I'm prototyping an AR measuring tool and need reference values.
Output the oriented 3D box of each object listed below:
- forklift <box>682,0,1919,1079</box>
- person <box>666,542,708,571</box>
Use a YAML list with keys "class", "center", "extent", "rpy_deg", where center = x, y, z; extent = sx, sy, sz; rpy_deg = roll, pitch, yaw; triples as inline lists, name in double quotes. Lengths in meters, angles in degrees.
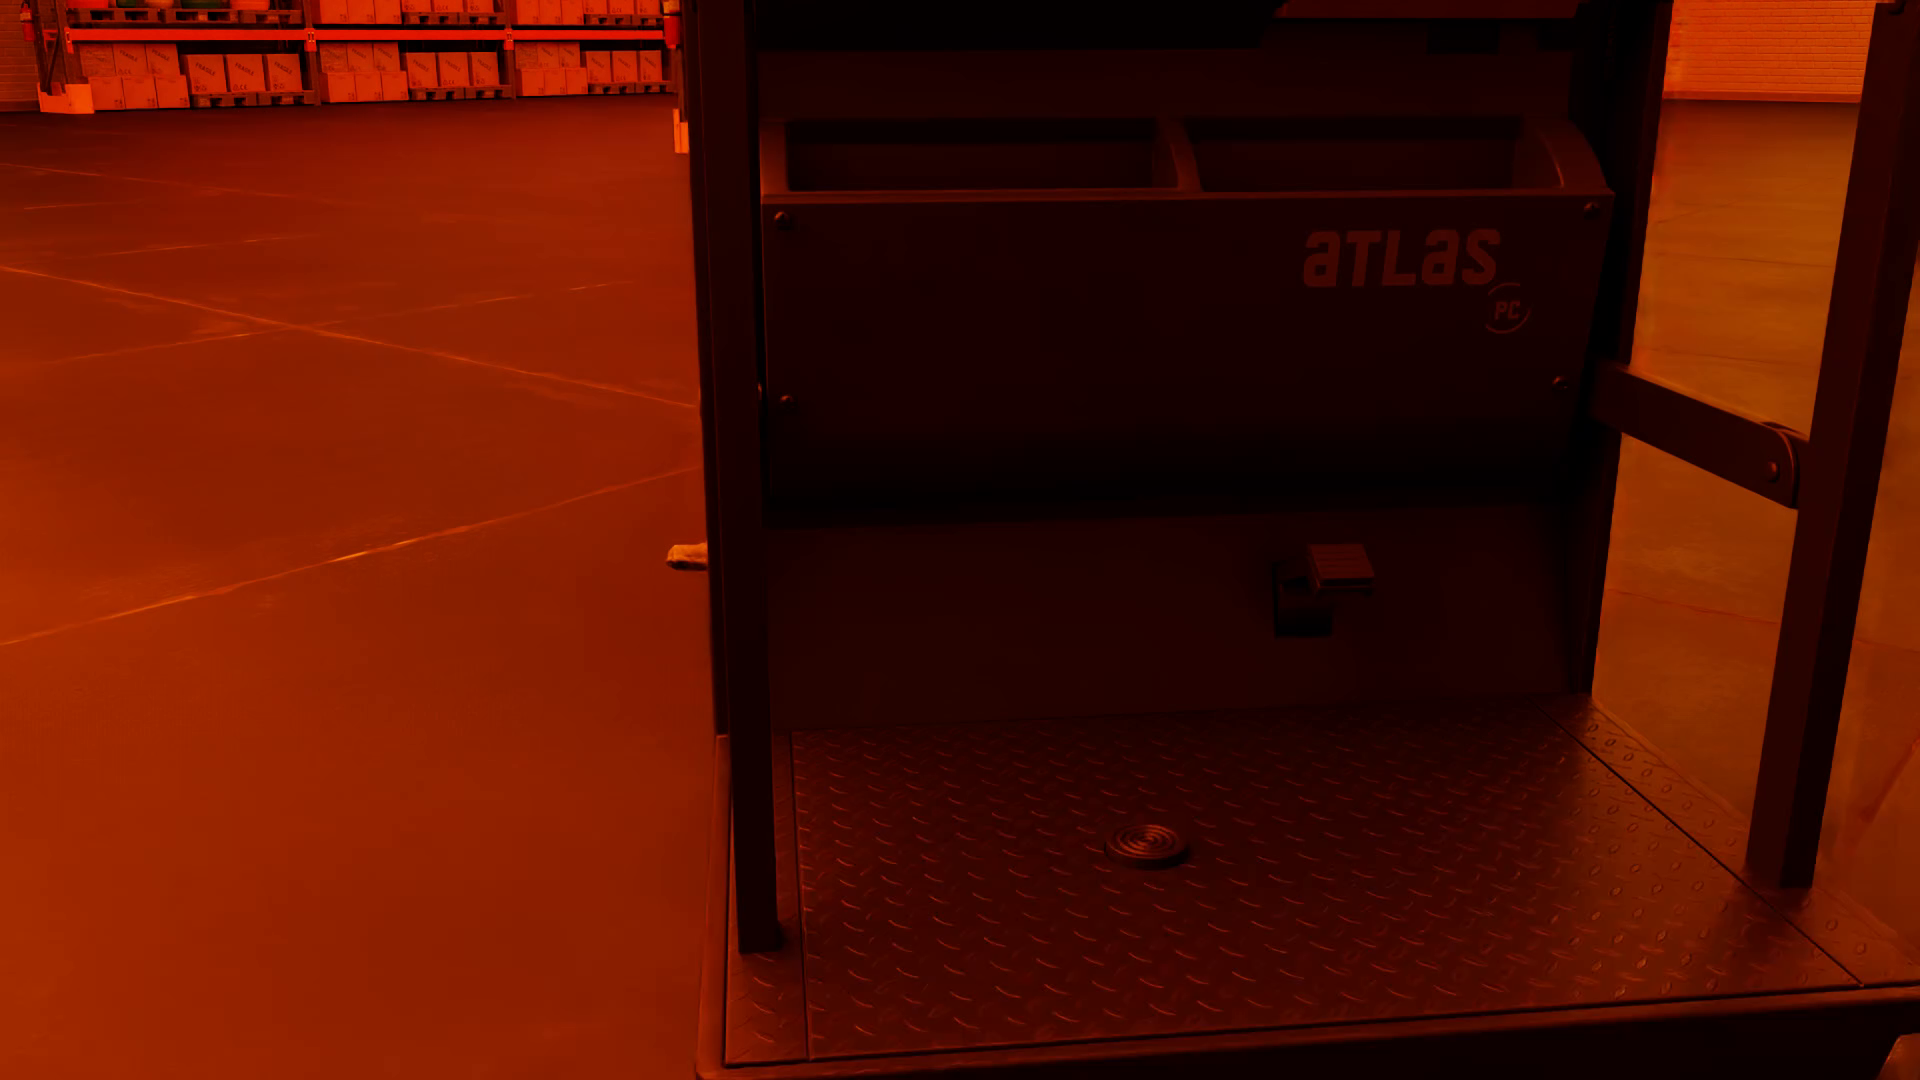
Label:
- class: "forklift"
  center: [0.275, -0.789, 1.497]
  extent: [1.130, 2.935, 3.031]
  rpy_deg: [-2, 17, -7]
- class: "person"
  center: [-0.191, -0.713, 3.430]
  extent: [0.835, 1.670, 0.880]
  rpy_deg: [14, 22, 39]
